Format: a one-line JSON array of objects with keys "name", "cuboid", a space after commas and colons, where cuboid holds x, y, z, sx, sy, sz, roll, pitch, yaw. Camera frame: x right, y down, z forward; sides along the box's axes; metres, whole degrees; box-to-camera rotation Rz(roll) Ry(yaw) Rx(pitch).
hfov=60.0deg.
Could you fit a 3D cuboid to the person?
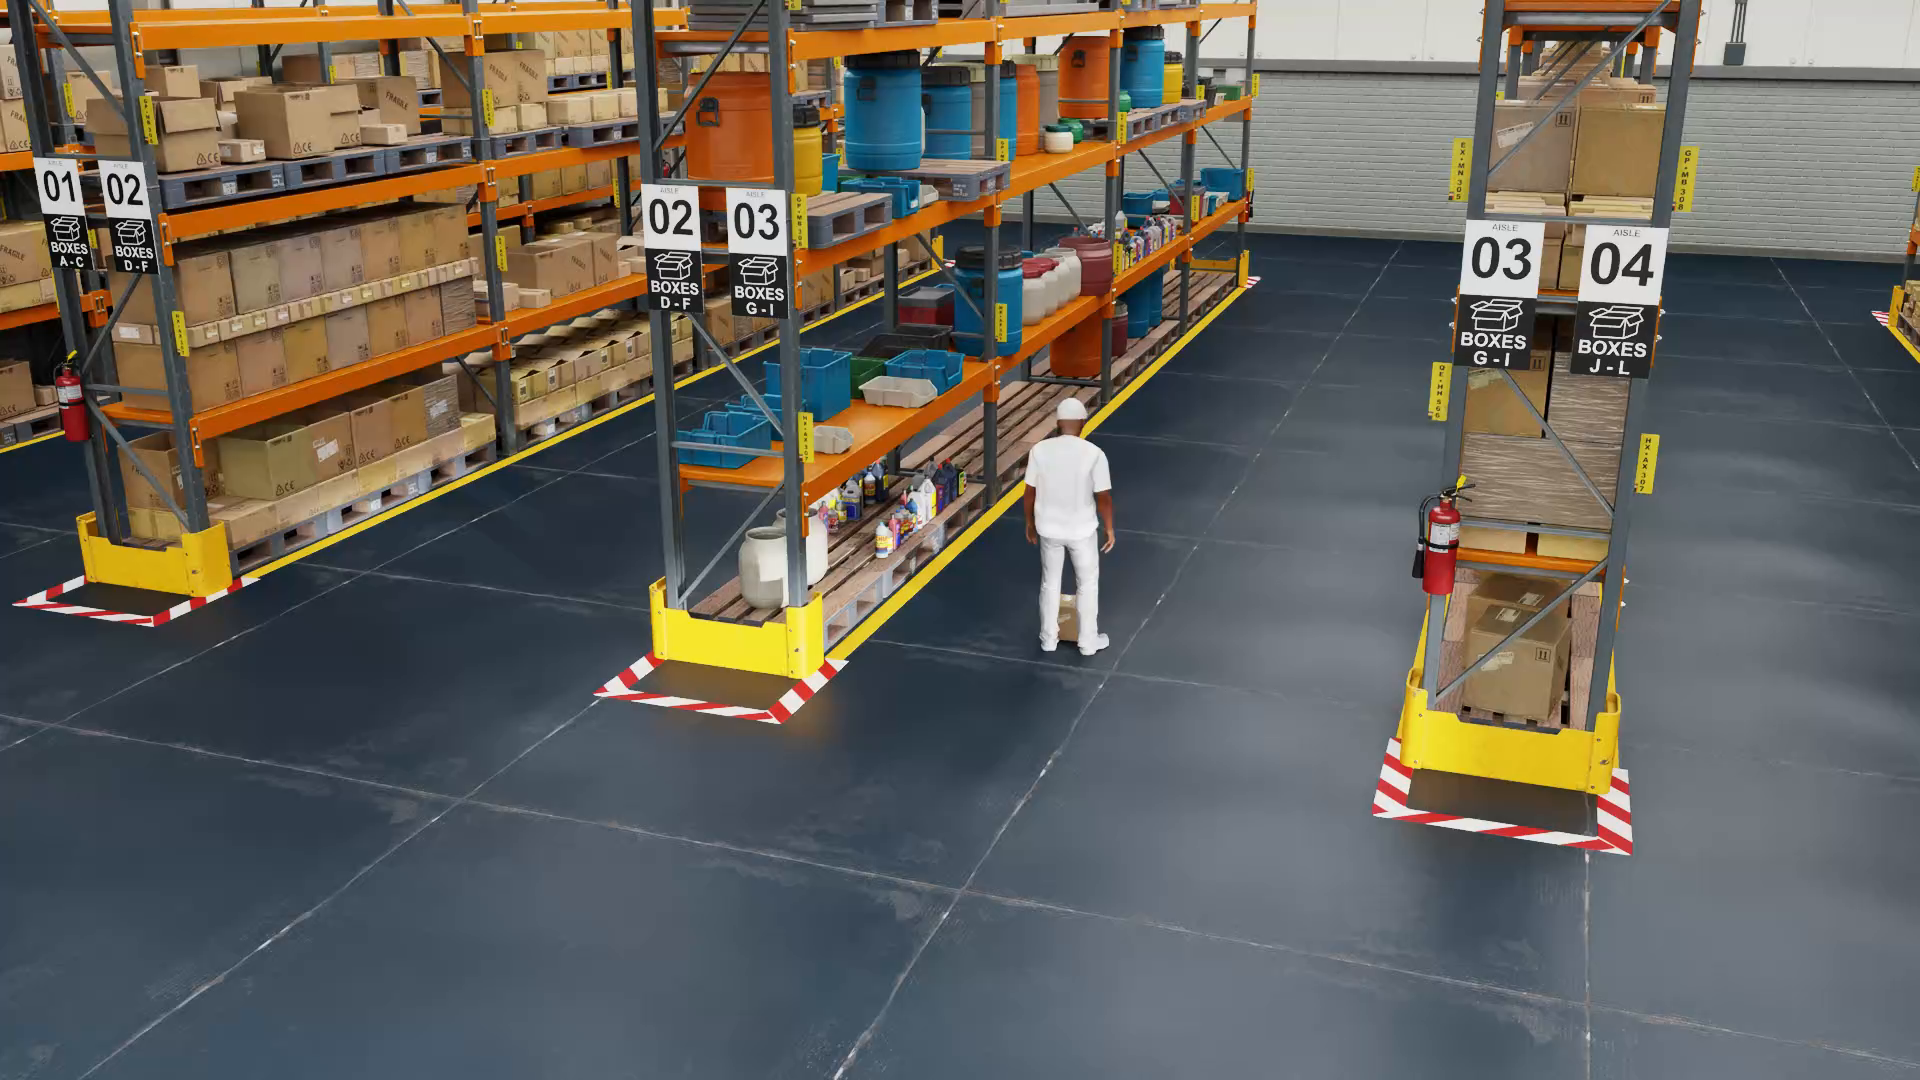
[{"name": "person", "cuboid": [0.743, -0.093, 11.308, 0.628, 1.761, 0.457, 6, 20, 19]}]
